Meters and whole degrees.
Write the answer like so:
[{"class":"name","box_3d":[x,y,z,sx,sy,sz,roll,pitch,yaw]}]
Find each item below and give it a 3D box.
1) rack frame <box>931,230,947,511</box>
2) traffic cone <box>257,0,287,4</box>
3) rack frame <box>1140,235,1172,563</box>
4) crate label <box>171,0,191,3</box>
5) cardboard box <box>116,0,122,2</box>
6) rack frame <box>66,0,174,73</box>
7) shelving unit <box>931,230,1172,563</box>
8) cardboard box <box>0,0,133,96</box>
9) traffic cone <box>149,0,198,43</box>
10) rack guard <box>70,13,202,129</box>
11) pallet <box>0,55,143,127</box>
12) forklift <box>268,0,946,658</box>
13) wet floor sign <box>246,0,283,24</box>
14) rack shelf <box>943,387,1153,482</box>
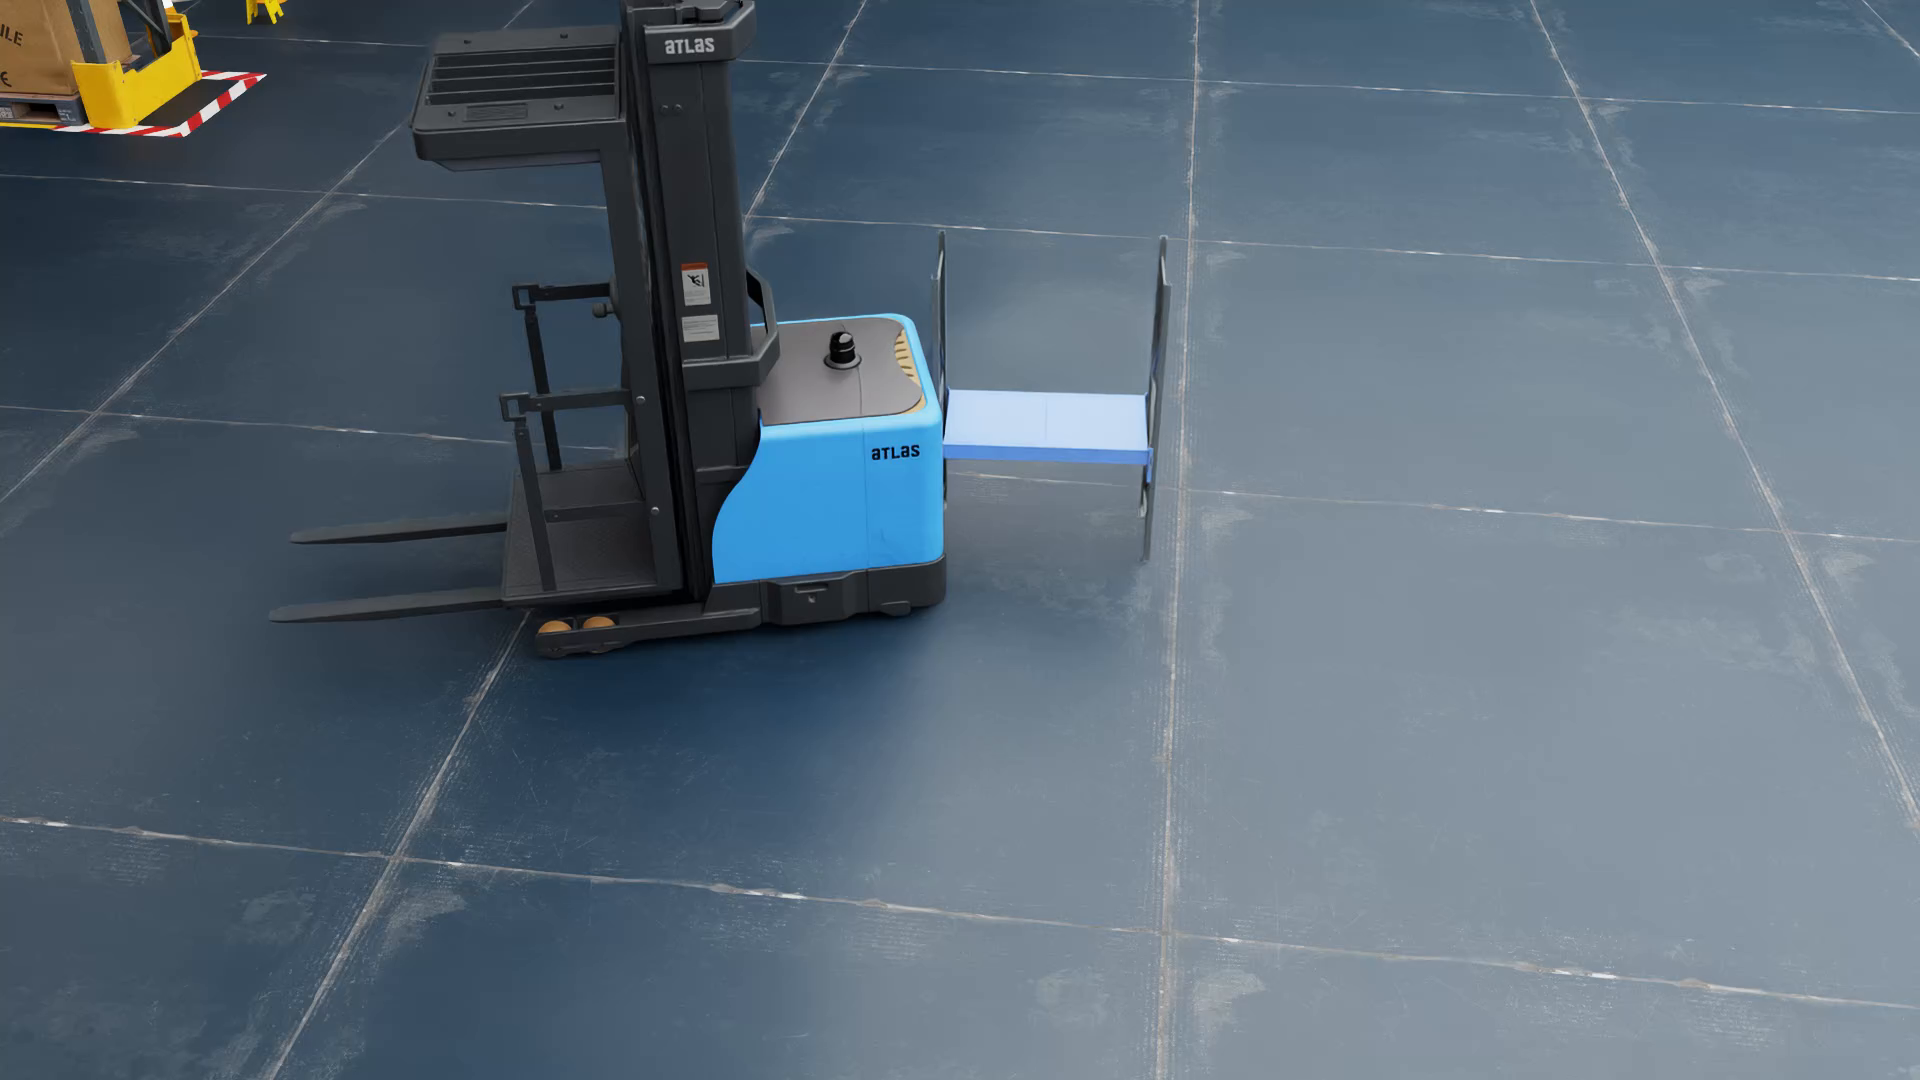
[{"class":"rack frame","box_3d":[-0.096,-0.676,7.906,0.032,1.500,0.500,2,36,3]},{"class":"traffic cone","box_3d":[-6.283,-5.134,15.045,0.334,0.463,0.336,4,36,6]},{"class":"rack frame","box_3d":[0.919,-0.642,7.858,0.032,1.500,0.500,2,36,3]},{"class":"crate label","box_3d":[-7.071,-5.024,15.171,0.298,0.136,0.250,-14,38,-18]},{"class":"cardboard box","box_3d":[-7.953,-5.198,15.100,0.637,0.503,0.797,-20,40,-26]},{"class":"rack frame","box_3d":[-6.418,-4.683,12.230,0.127,3.000,1.000,4,36,6]},{"class":"shelving unit","box_3d":[0.411,-0.659,7.882,1.048,1.500,0.538,2,36,3]},{"class":"cardboard box","box_3d":[-7.099,-4.001,12.742,0.875,0.875,0.875,4,36,6]},{"class":"traffic cone","box_3d":[-6.764,-4.508,14.168,0.334,0.463,0.336,4,36,6]},{"class":"rack guard","box_3d":[-6.395,-3.664,12.954,0.348,0.500,1.175,4,36,6]},{"class":"pallet","box_3d":[-7.221,-3.562,13.060,1.213,0.211,1.003,4,36,6]},{"class":"forklift","box_3d":[-1.629,-0.993,7.119,3.031,2.935,1.130,-6,36,-8]},{"class":"wet floor sign","box_3d":[-6.138,-4.864,14.509,0.232,0.644,0.267,-2,36,-2]},{"class":"rack shelf","box_3d":[0.411,-0.513,7.987,1.000,0.185,0.538,2,36,3]}]
